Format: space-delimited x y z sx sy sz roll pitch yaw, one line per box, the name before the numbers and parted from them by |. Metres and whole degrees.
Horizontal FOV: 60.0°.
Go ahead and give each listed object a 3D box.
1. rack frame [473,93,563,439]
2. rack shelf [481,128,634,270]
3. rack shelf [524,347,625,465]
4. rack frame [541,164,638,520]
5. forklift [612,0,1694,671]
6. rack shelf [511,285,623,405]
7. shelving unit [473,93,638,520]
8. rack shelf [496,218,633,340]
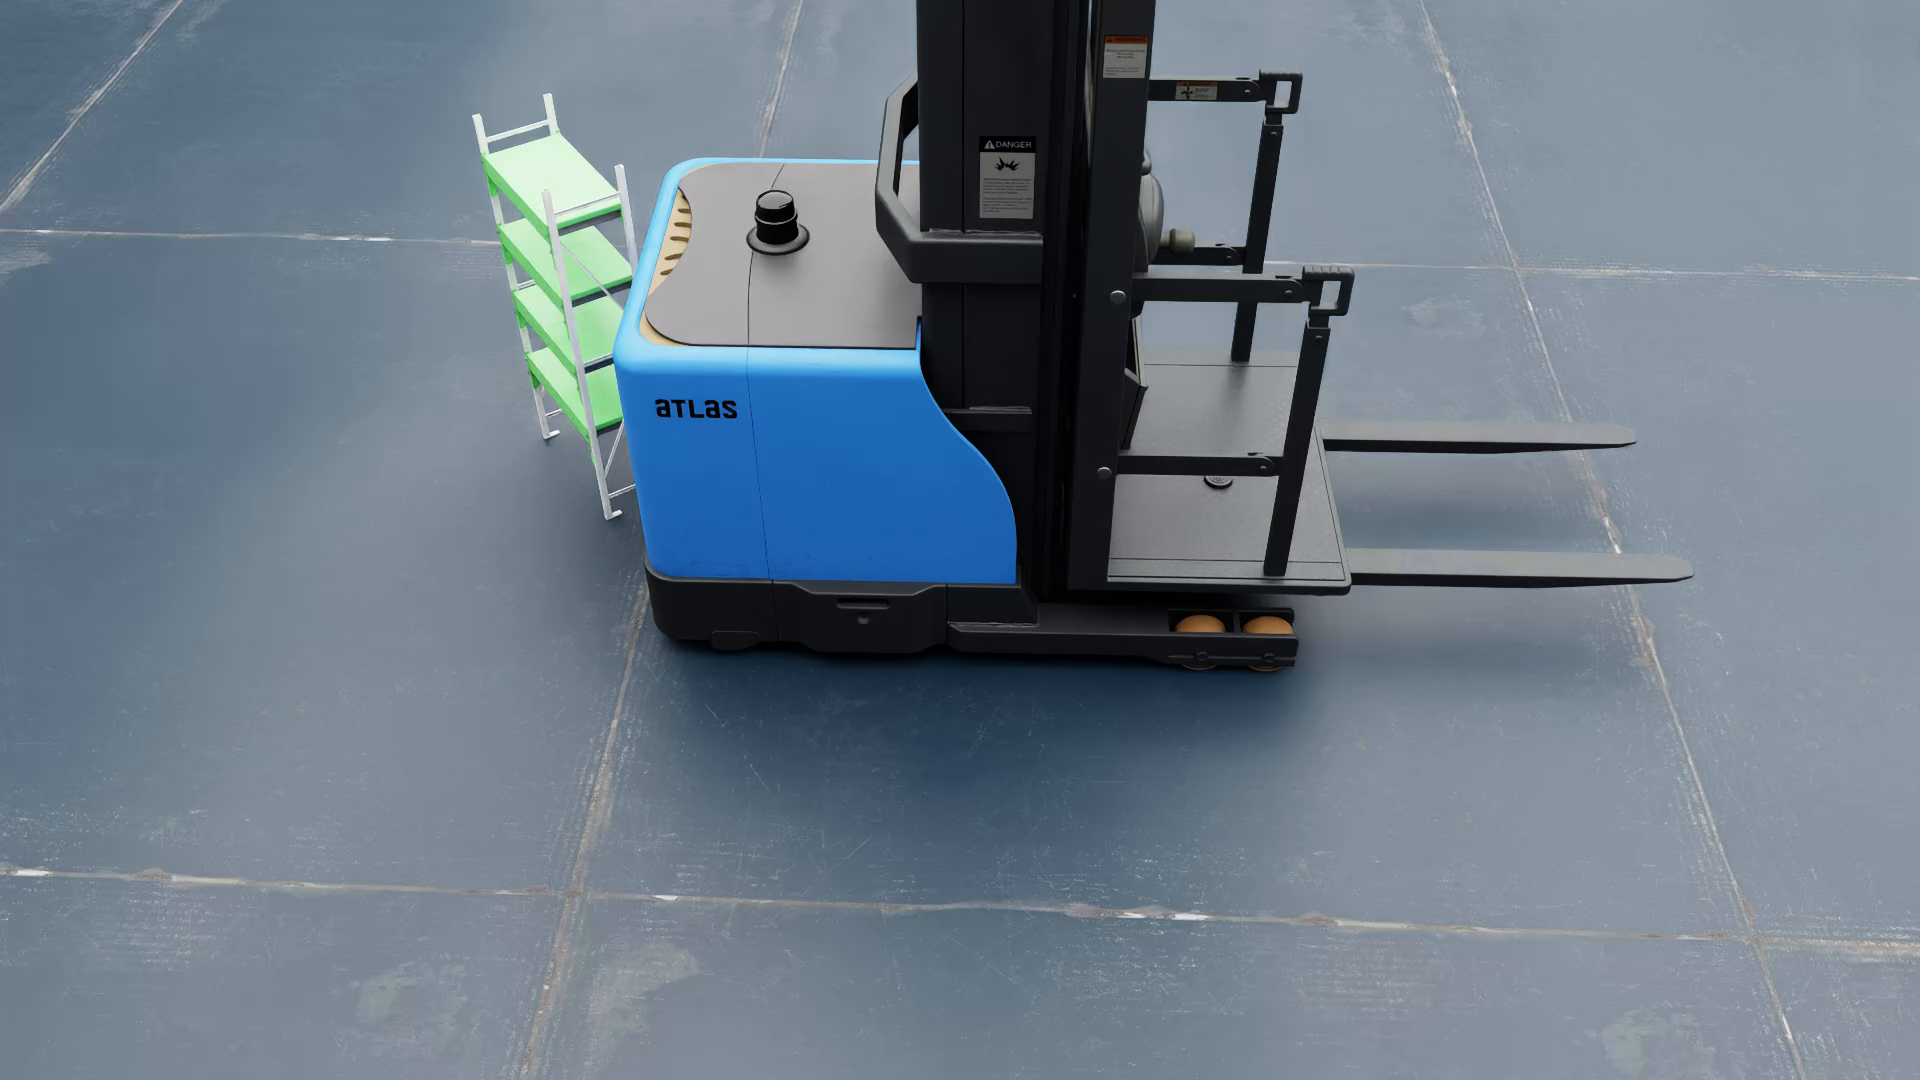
rack frame | -1.306 -0.828 5.259 0.240 1.200 0.015 -25 48 -24
rack shelf | -1.170 -0.995 4.827 0.258 0.148 0.480 -25 48 -24
rack shelf | -1.170 -0.468 5.318 0.258 0.148 0.480 -25 48 -24
rack frame | -1.034 -0.552 4.963 0.240 1.200 0.015 -25 48 -24
forklift | 0.622 -1.061 4.239 3.031 2.935 1.130 1 43 1
rack shelf | -1.170 -0.644 5.154 0.258 0.148 0.480 -25 48 -24
shelving unit | -1.170 -0.690 5.111 0.258 1.200 0.503 -25 48 -24
rack shelf | -1.170 -0.819 4.991 0.258 0.148 0.480 -25 48 -24
